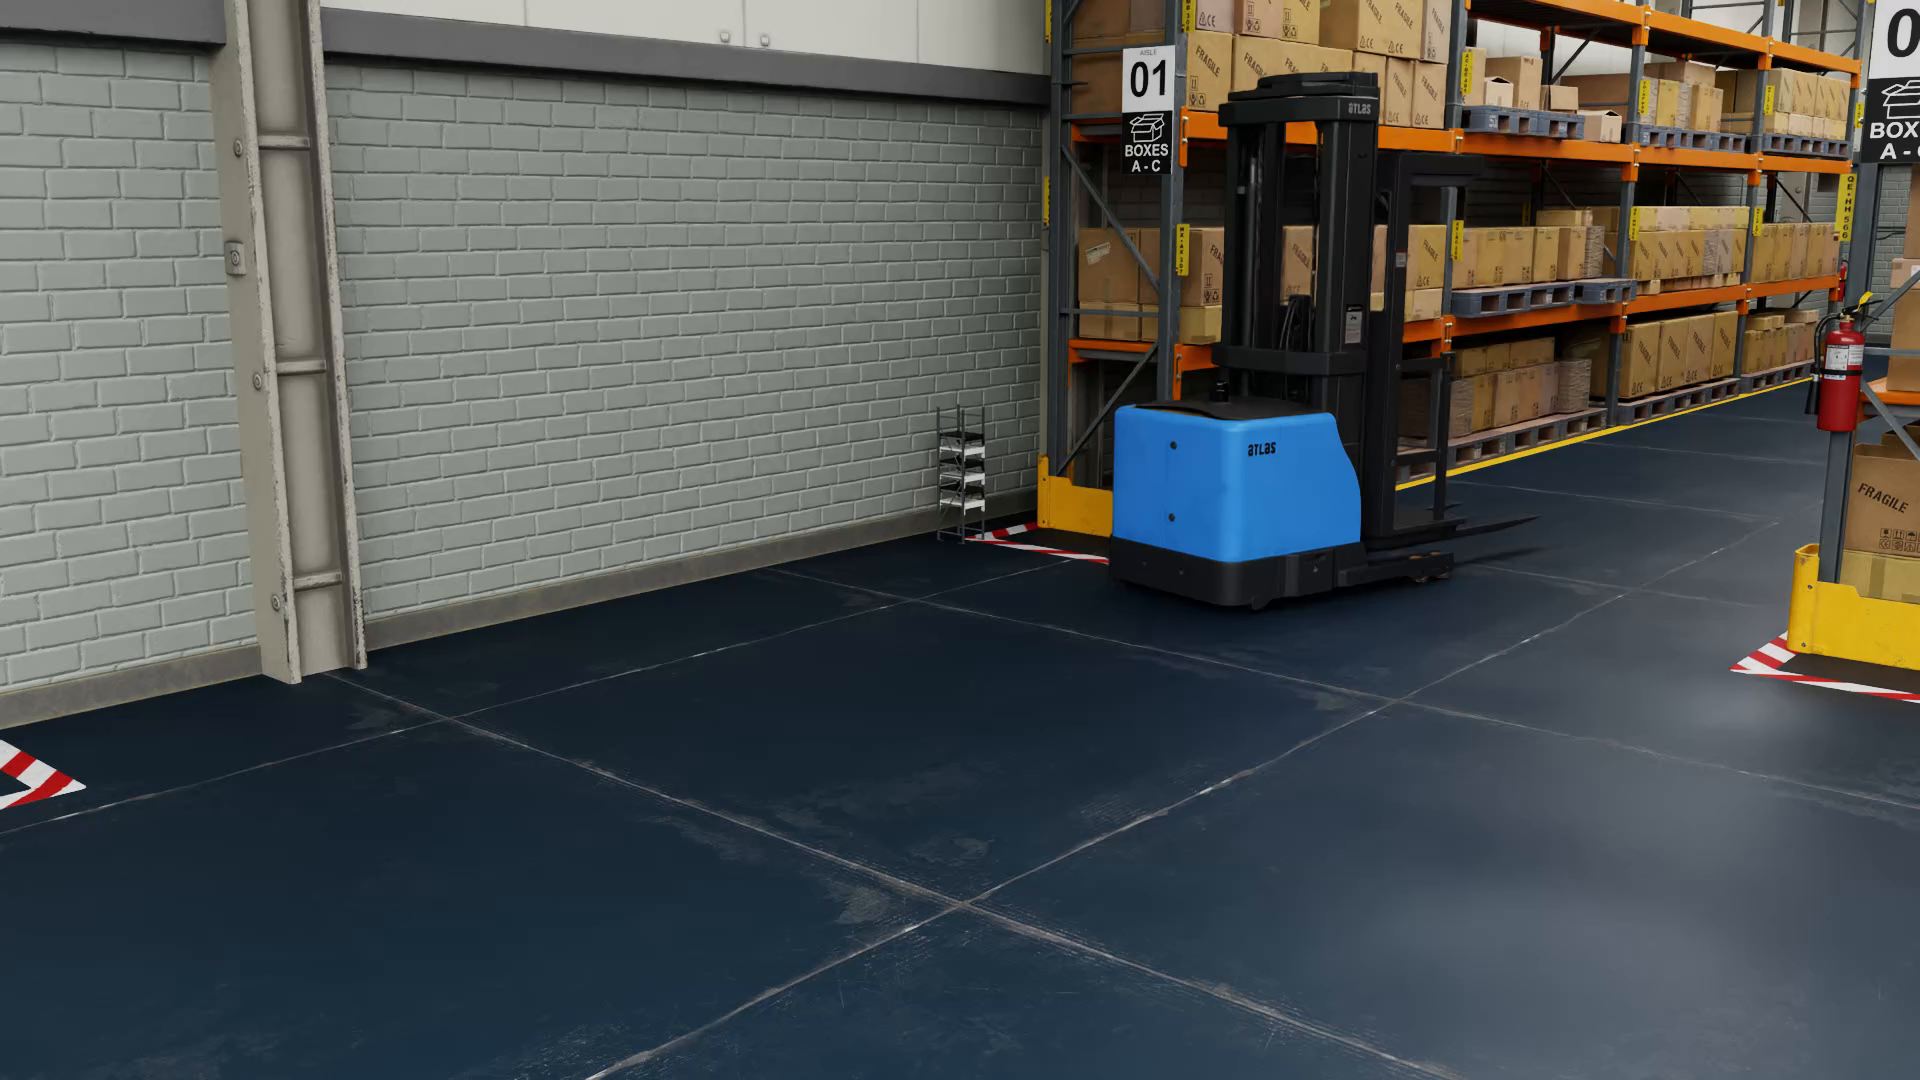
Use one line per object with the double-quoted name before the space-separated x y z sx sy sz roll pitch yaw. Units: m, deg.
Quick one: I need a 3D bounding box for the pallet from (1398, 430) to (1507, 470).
"pallet" 4.171 -0.845 14.905 1.003 0.211 1.213 10 15 40

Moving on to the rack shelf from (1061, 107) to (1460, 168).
"rack shelf" 2.338 -2.922 12.361 1.077 0.370 4.000 10 15 40

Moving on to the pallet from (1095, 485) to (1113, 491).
"pallet" 1.631 -0.268 12.015 1.003 0.211 1.213 10 15 40

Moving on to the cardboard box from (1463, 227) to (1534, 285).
"cardboard box" 4.805 -2.616 15.269 0.500 0.500 0.700 -10 15 -40

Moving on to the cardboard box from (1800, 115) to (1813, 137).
"cardboard box" 10.274 -5.145 20.707 0.500 0.250 0.500 9 15 39

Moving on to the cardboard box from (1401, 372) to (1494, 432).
"cardboard box" 4.435 -1.281 15.225 0.700 0.500 0.500 9 15 39

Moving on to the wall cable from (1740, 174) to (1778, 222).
"wall cable" 11.714 -4.672 24.353 0.084 1.984 1.851 10 15 40

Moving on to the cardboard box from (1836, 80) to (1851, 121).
"cardboard box" 11.301 -5.741 21.777 0.500 0.500 0.500 10 15 40

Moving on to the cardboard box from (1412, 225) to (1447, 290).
"cardboard box" 3.579 -2.293 13.448 0.500 0.500 0.500 10 15 40

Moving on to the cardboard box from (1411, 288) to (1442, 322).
"cardboard box" 3.573 -1.925 13.525 0.500 0.250 0.500 10 15 40

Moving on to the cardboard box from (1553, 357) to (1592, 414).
"cardboard box" 5.863 -1.564 16.641 0.700 0.500 0.500 10 15 41

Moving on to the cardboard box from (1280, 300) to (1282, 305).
"cardboard box" 1.911 -1.555 11.669 0.500 0.250 0.500 9 15 39

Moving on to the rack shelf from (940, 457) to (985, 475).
"rack shelf" 0.005 -0.498 11.118 0.258 0.077 0.200 10 15 40

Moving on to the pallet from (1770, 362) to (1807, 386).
"pallet" 10.305 -2.190 21.636 1.003 0.211 1.213 10 15 40

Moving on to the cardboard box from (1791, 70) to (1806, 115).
"cardboard box" 9.955 -5.440 20.273 0.500 0.500 0.500 9 15 39

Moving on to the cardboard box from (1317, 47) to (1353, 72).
"cardboard box" 2.485 -3.289 12.056 0.500 0.500 0.500 11 16 44

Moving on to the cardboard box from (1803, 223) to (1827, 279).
"cardboard box" 10.779 -3.826 21.942 0.980 0.700 0.700 10 15 40

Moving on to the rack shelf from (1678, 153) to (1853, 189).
"rack shelf" 10.259 -4.687 21.200 1.077 0.370 4.000 10 15 40

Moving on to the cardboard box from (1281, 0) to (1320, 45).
"cardboard box" 2.154 -3.699 11.555 0.500 0.500 0.500 10 15 42

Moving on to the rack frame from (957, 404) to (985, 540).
"rack frame" 0.072 -0.457 11.204 0.240 0.900 0.006 10 15 40

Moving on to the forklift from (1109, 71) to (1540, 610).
"forklift" 2.370 -1.255 10.011 3.031 2.935 1.130 -8 14 -35

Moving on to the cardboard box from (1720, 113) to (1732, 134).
"cardboard box" 9.215 -5.058 20.276 0.500 0.250 0.500 10 15 41

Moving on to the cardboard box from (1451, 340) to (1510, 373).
"cardboard box" 4.760 -1.708 15.451 0.500 0.250 0.500 9 15 39

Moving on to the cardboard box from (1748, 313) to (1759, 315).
"cardboard box" 10.122 -2.866 21.557 0.380 0.149 0.250 9 15 39

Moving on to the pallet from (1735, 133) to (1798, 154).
"pallet" 9.487 -4.822 20.261 1.003 0.211 1.213 10 15 40

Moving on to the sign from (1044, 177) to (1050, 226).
"sign" 0.614 -2.307 11.340 0.100 0.325 0.005 10 15 40

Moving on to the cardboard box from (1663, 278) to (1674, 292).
"cardboard box" 7.518 -2.785 18.085 0.380 0.149 0.250 10 15 41

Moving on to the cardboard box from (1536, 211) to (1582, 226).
"cardboard box" 5.892 -3.166 16.367 0.380 0.149 0.250 7 13 31

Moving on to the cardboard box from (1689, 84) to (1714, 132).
"cardboard box" 7.957 -4.805 18.574 0.700 0.500 0.500 9 15 39

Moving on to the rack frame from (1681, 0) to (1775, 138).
"rack frame" 8.939 -6.217 19.363 1.000 3.000 0.127 10 15 40

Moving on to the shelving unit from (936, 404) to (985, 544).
"shelving unit" 0.005 -0.442 11.129 0.258 0.900 0.210 10 15 40

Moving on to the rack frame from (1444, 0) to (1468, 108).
"rack frame" 3.658 -5.040 13.470 1.000 3.000 0.127 10 15 40

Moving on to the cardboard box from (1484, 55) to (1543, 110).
"cardboard box" 4.893 -4.076 14.972 0.500 0.500 0.500 9 14 38

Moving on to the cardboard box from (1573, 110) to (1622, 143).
"cardboard box" 6.026 -3.983 16.012 0.500 0.311 0.500 10 15 40

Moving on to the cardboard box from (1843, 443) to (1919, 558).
"cardboard box" 4.872 -0.212 8.649 0.500 0.500 0.500 10 15 40

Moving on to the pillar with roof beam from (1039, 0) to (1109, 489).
"pillar with roof beam" 4.064 -4.110 8.812 9.100 9.000 0.400 10 15 40

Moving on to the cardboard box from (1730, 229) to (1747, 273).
"cardboard box" 8.824 -3.379 19.406 0.500 0.500 0.500 9 15 39

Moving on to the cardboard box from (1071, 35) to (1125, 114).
"cardboard box" 1.103 -3.133 11.276 0.500 0.500 0.500 -11 16 -43

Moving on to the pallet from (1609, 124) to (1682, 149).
"pallet" 6.684 -4.166 17.237 1.213 0.211 1.003 11 16 43

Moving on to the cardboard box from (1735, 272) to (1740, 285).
"cardboard box" 8.929 -3.075 19.541 0.380 0.149 0.250 10 15 41

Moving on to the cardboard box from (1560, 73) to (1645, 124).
"cardboard box" 6.570 -4.500 17.045 0.700 0.500 0.500 8 14 36

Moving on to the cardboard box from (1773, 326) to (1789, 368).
"cardboard box" 10.184 -2.501 21.383 0.700 0.500 0.500 10 15 42

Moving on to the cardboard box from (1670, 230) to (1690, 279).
"cardboard box" 7.493 -3.078 17.900 0.500 0.500 0.500 10 15 40

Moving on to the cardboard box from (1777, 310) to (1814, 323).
"cardboard box" 11.077 -2.966 22.055 0.380 0.149 0.250 10 15 42

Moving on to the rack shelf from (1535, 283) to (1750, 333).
"rack shelf" 7.619 -2.628 18.547 1.077 0.370 4.000 10 15 40

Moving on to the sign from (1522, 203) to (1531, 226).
"sign" 5.880 -3.326 17.247 0.100 0.325 0.005 10 15 40

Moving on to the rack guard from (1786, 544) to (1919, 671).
"rack guard" 4.726 0.360 8.134 1.175 0.500 0.348 10 15 40

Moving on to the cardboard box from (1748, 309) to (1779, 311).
"cardboard box" 10.791 -3.016 22.304 0.380 0.149 0.250 10 15 40

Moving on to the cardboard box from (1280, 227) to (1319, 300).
"cardboard box" 2.238 -1.992 11.941 0.500 0.500 0.500 9 14 39

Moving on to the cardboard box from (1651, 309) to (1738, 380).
"cardboard box" 8.608 -2.314 19.557 0.750 0.750 0.750 10 15 41

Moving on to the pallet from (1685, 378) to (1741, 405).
"pallet" 8.486 -1.784 19.606 1.003 0.211 1.213 10 15 40

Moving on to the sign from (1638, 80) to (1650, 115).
"sign" 6.705 -4.341 16.306 0.100 0.325 0.005 10 15 40

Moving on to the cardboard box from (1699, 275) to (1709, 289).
"cardboard box" 8.234 -2.929 18.808 0.380 0.149 0.250 10 15 40

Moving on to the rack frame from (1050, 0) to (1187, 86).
"rack frame" 1.018 -4.451 10.523 1.000 3.000 0.127 10 15 40

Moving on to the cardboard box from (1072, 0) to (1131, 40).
"cardboard box" 1.106 -3.627 11.194 0.500 0.500 0.500 11 15 43

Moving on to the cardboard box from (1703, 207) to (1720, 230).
"cardboard box" 8.142 -3.597 18.580 0.500 0.250 0.500 10 15 41

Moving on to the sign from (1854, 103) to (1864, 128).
"sign" 11.978 -5.658 22.162 0.100 0.325 0.005 10 15 40
